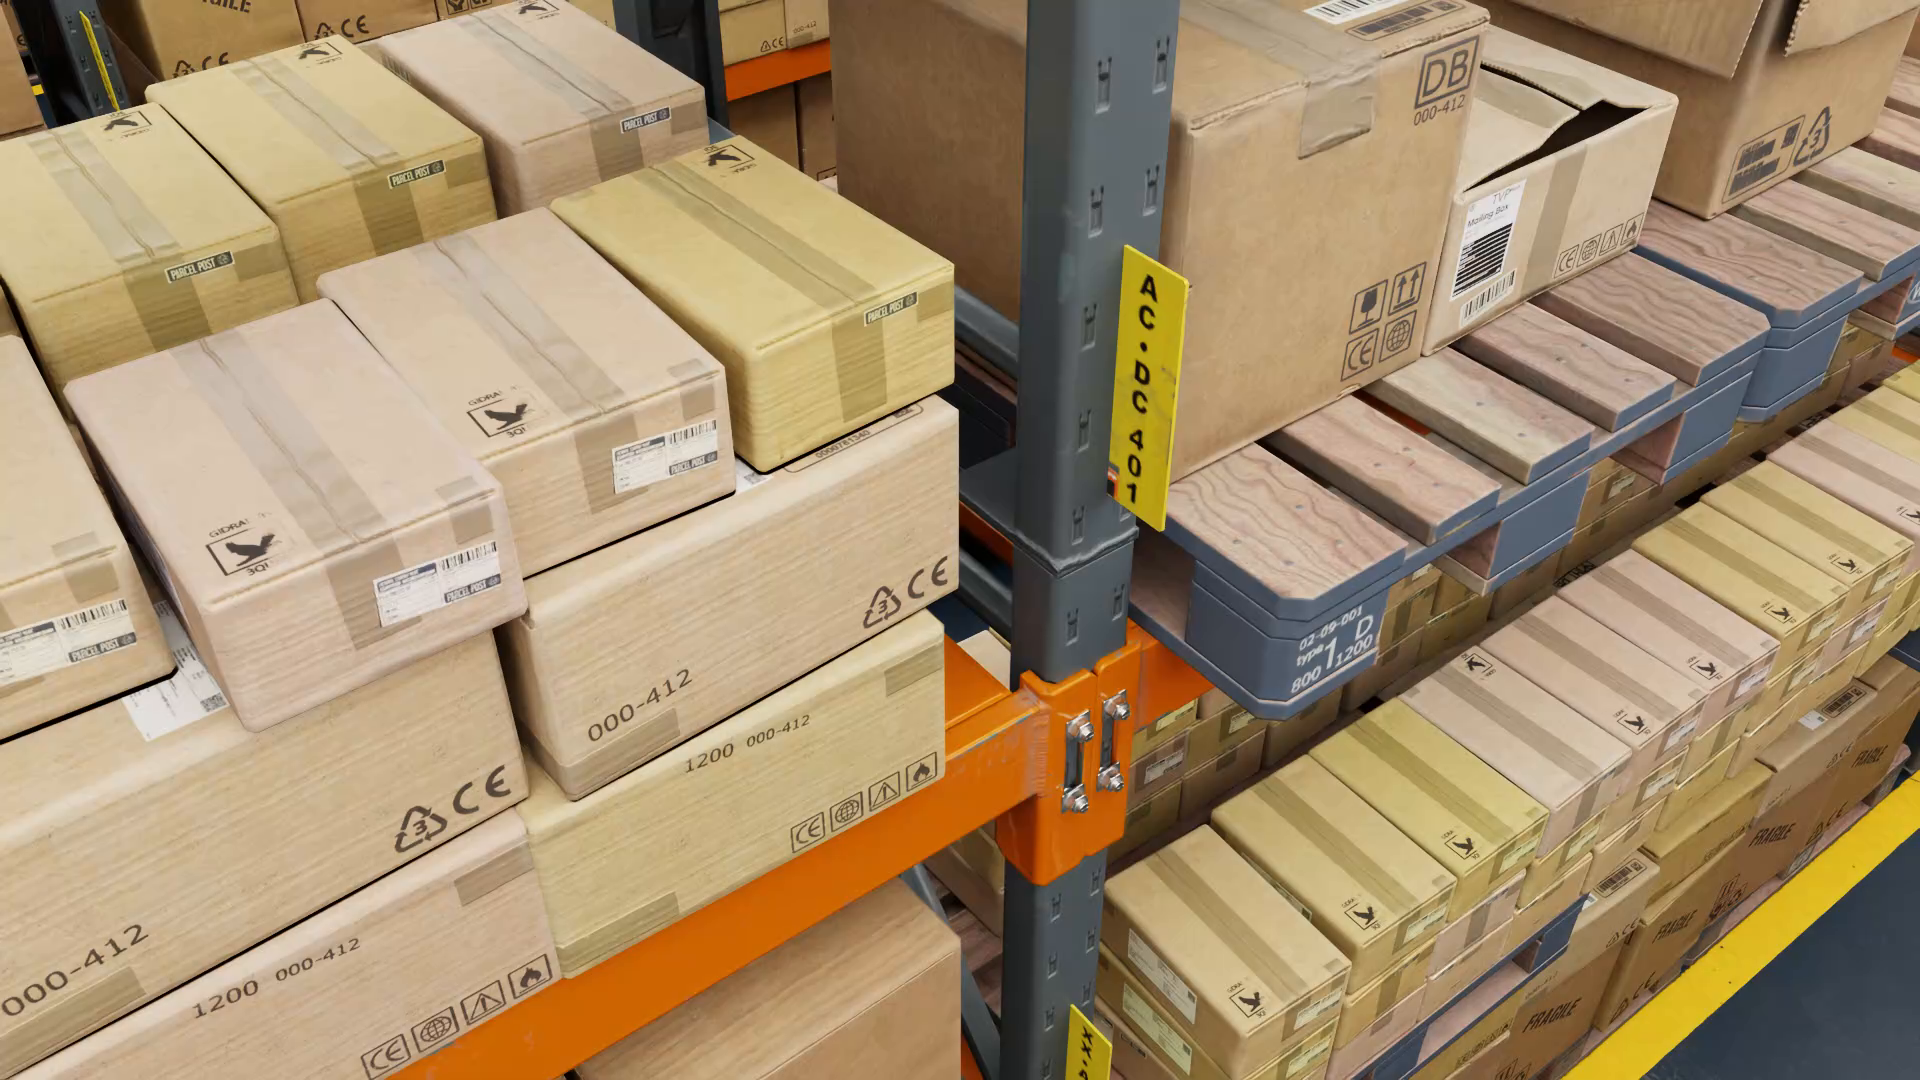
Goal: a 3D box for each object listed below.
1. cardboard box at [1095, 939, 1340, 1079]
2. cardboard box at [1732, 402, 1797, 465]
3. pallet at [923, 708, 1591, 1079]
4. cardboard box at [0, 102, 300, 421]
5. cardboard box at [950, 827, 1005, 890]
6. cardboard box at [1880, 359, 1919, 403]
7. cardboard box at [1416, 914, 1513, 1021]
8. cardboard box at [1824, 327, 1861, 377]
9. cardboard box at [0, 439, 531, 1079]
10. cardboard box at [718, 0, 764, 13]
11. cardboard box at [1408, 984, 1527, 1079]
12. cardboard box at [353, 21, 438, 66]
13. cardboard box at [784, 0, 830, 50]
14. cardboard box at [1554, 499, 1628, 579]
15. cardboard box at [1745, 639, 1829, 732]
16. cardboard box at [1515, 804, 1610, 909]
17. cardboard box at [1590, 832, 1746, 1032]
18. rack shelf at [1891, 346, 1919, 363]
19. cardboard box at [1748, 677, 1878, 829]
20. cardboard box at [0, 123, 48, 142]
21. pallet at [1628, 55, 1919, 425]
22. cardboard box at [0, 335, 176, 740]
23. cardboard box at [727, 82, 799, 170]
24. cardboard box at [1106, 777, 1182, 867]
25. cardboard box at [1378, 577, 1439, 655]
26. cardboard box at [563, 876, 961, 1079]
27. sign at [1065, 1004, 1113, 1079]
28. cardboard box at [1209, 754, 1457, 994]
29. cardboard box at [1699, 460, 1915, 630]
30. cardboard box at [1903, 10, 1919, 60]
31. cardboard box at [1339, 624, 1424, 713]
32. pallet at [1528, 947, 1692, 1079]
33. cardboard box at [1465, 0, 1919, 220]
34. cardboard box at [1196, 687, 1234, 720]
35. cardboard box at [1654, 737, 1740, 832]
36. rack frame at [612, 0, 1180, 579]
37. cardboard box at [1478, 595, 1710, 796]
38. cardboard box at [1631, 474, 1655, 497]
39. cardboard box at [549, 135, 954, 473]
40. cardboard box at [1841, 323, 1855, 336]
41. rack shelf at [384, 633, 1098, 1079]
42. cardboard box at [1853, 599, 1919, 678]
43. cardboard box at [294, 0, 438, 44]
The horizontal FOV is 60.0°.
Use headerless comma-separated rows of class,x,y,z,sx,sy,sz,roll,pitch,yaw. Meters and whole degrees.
cardboard box,0.454,0.829,3.007,0.250,0.149,0.380,-25,46,-27
cardboard box,2.129,-0.401,4.741,0.250,0.149,0.380,-24,45,-26
pallet,0.556,0.782,3.583,1.213,0.211,1.003,-26,46,-28
cardboard box,-0.917,-0.314,1.813,0.250,0.149,0.380,-26,46,-29
cardboard box,0.057,0.497,3.411,0.250,0.149,0.380,-25,45,-27
cardboard box,2.516,-0.294,4.141,0.250,0.149,0.380,-25,45,-27
cardboard box,0.871,0.739,3.351,0.250,0.149,0.380,-26,46,-28
cardboard box,2.314,-0.604,4.754,0.250,0.149,0.380,-24,45,-26
cardboard box,-0.769,0.137,1.577,0.500,0.250,0.500,-28,47,-30
cardboard box,-1.090,-2.478,7.130,0.500,0.250,0.500,-27,47,-29
cardboard box,1.029,1.085,4.111,0.500,0.250,0.500,-25,45,-27
cardboard box,-2.318,-1.899,6.424,0.500,0.250,0.500,-25,46,-27
cardboard box,-0.701,-2.476,7.522,0.500,0.250,0.500,-25,46,-27
cardboard box,1.506,-0.096,4.369,0.250,0.149,0.380,-25,46,-28
cardboard box,1.693,0.224,3.745,0.250,0.149,0.380,-27,46,-29
cardboard box,1.069,0.527,3.375,0.250,0.149,0.380,-28,47,-30
cardboard box,1.848,0.986,4.823,0.500,0.500,0.500,-28,47,-30
rack shelf,4.619,-1.110,6.306,4.000,0.370,1.077,-26,46,-28
cardboard box,2.257,0.495,4.830,0.500,0.250,0.500,-25,46,-28
cardboard box,-3.447,-1.251,5.831,0.500,0.500,0.500,-26,46,-28
pallet,1.237,-0.744,3.075,1.003,0.211,1.213,-26,46,-28
cardboard box,-0.871,0.005,1.424,0.250,0.149,0.380,-24,45,-27
cardboard box,-1.371,-1.839,7.971,0.875,0.875,0.875,-25,46,-28
cardboard box,0.262,0.511,3.629,0.250,0.149,0.380,-26,46,-28
cardboard box,0.885,0.092,3.905,0.250,0.149,0.380,-28,47,-30
cardboard box,-0.346,0.708,2.420,0.500,0.500,0.500,-28,47,-30
sign,0.199,0.866,2.647,0.005,0.325,0.100,-26,46,-28
cardboard box,0.672,0.603,3.047,0.250,0.149,0.380,-25,45,-27
cardboard box,1.897,0.008,3.773,0.250,0.149,0.380,-24,45,-26
cardboard box,1.948,-1.074,3.251,0.500,0.500,0.500,-26,46,-28
cardboard box,0.876,0.209,3.997,0.250,0.149,0.380,-28,47,-30
pallet,1.446,1.233,5.081,1.213,0.211,1.003,-26,46,-28
cardboard box,1.167,-0.963,2.781,0.637,0.503,0.797,-27,46,-29
cardboard box,0.480,0.179,3.565,0.250,0.149,0.380,-28,47,-29
cardboard box,1.487,0.437,3.719,0.250,0.149,0.380,-27,46,-29
rack frame,-0.138,-1.389,1.348,0.127,3.000,1.000,-26,46,-28
cardboard box,1.279,0.311,3.404,0.250,0.149,0.380,-26,46,-28
cardboard box,1.706,-0.306,4.390,0.250,0.149,0.380,-26,46,-28
cardboard box,-0.219,-0.260,1.747,0.250,0.149,0.380,-28,47,-30
cardboard box,2.337,-0.724,4.666,0.250,0.149,0.380,-27,47,-29
rack shelf,-1.724,0.822,1.585,4.000,0.370,1.077,-26,46,-28
cardboard box,2.108,0.135,4.087,0.250,0.149,0.380,-28,47,-30
cardboard box,-2.324,-2.181,6.177,0.500,0.500,0.500,-26,46,-28
